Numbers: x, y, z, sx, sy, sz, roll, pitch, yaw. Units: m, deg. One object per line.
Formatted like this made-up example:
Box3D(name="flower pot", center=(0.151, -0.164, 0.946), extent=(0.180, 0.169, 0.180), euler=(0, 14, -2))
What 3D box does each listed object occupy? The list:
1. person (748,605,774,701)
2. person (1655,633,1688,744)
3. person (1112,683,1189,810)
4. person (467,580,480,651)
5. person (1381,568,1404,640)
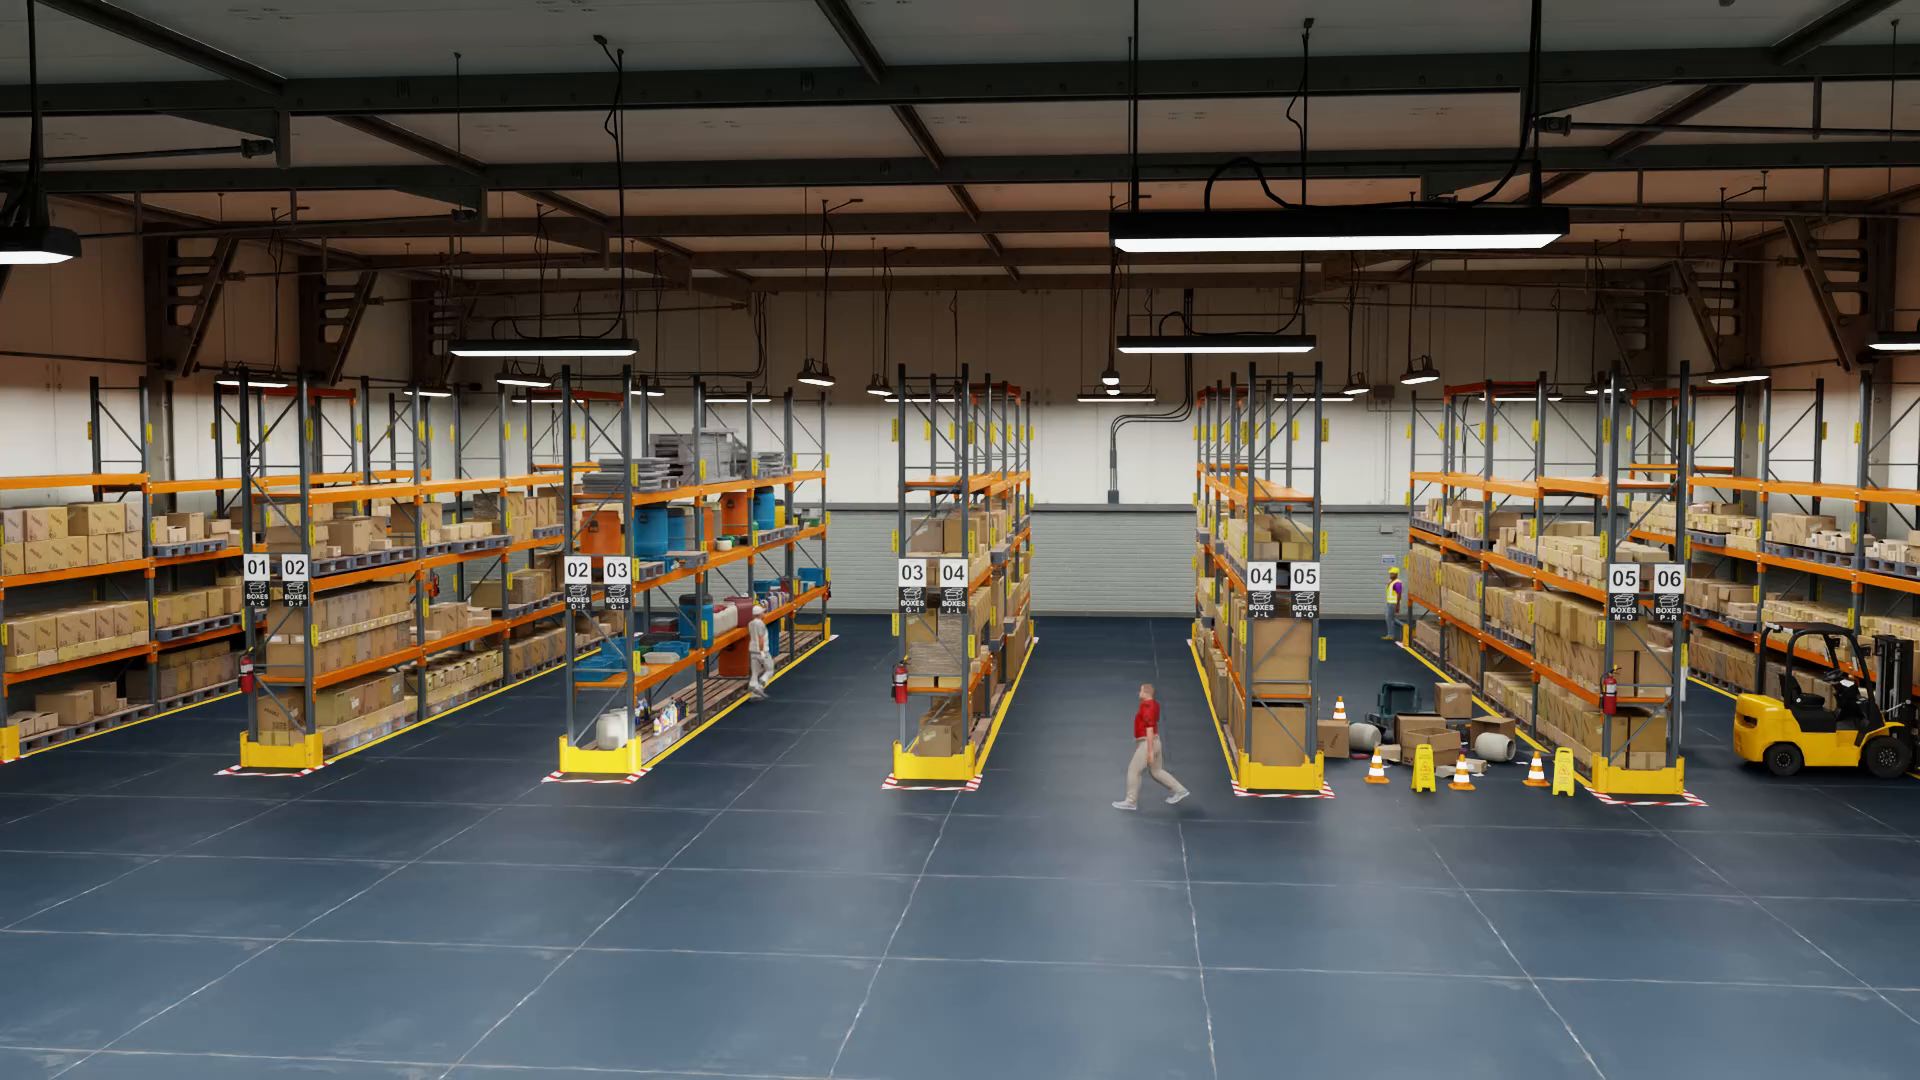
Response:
Box3D(name="person", center=(-3.771, 2.107, 31.076), extent=(0.560, 1.777, 0.464), euler=(3, 5, 38))
Box3D(name="person", center=(11.512, 2.420, 26.827), extent=(0.564, 1.834, 0.608), euler=(0, 4, 1))
Box3D(name="person", center=(2.534, 2.736, 22.036), extent=(1.019, 1.682, 0.540), euler=(0, 4, 7))
Box3D(name="person", center=(-10.765, 1.742, 37.243), extent=(0.636, 1.696, 1.067), euler=(0, 4, 3))
Box3D(name="person", center=(10.504, 1.537, 40.154), extent=(0.667, 1.755, 0.577), euler=(0, 4, 5))
